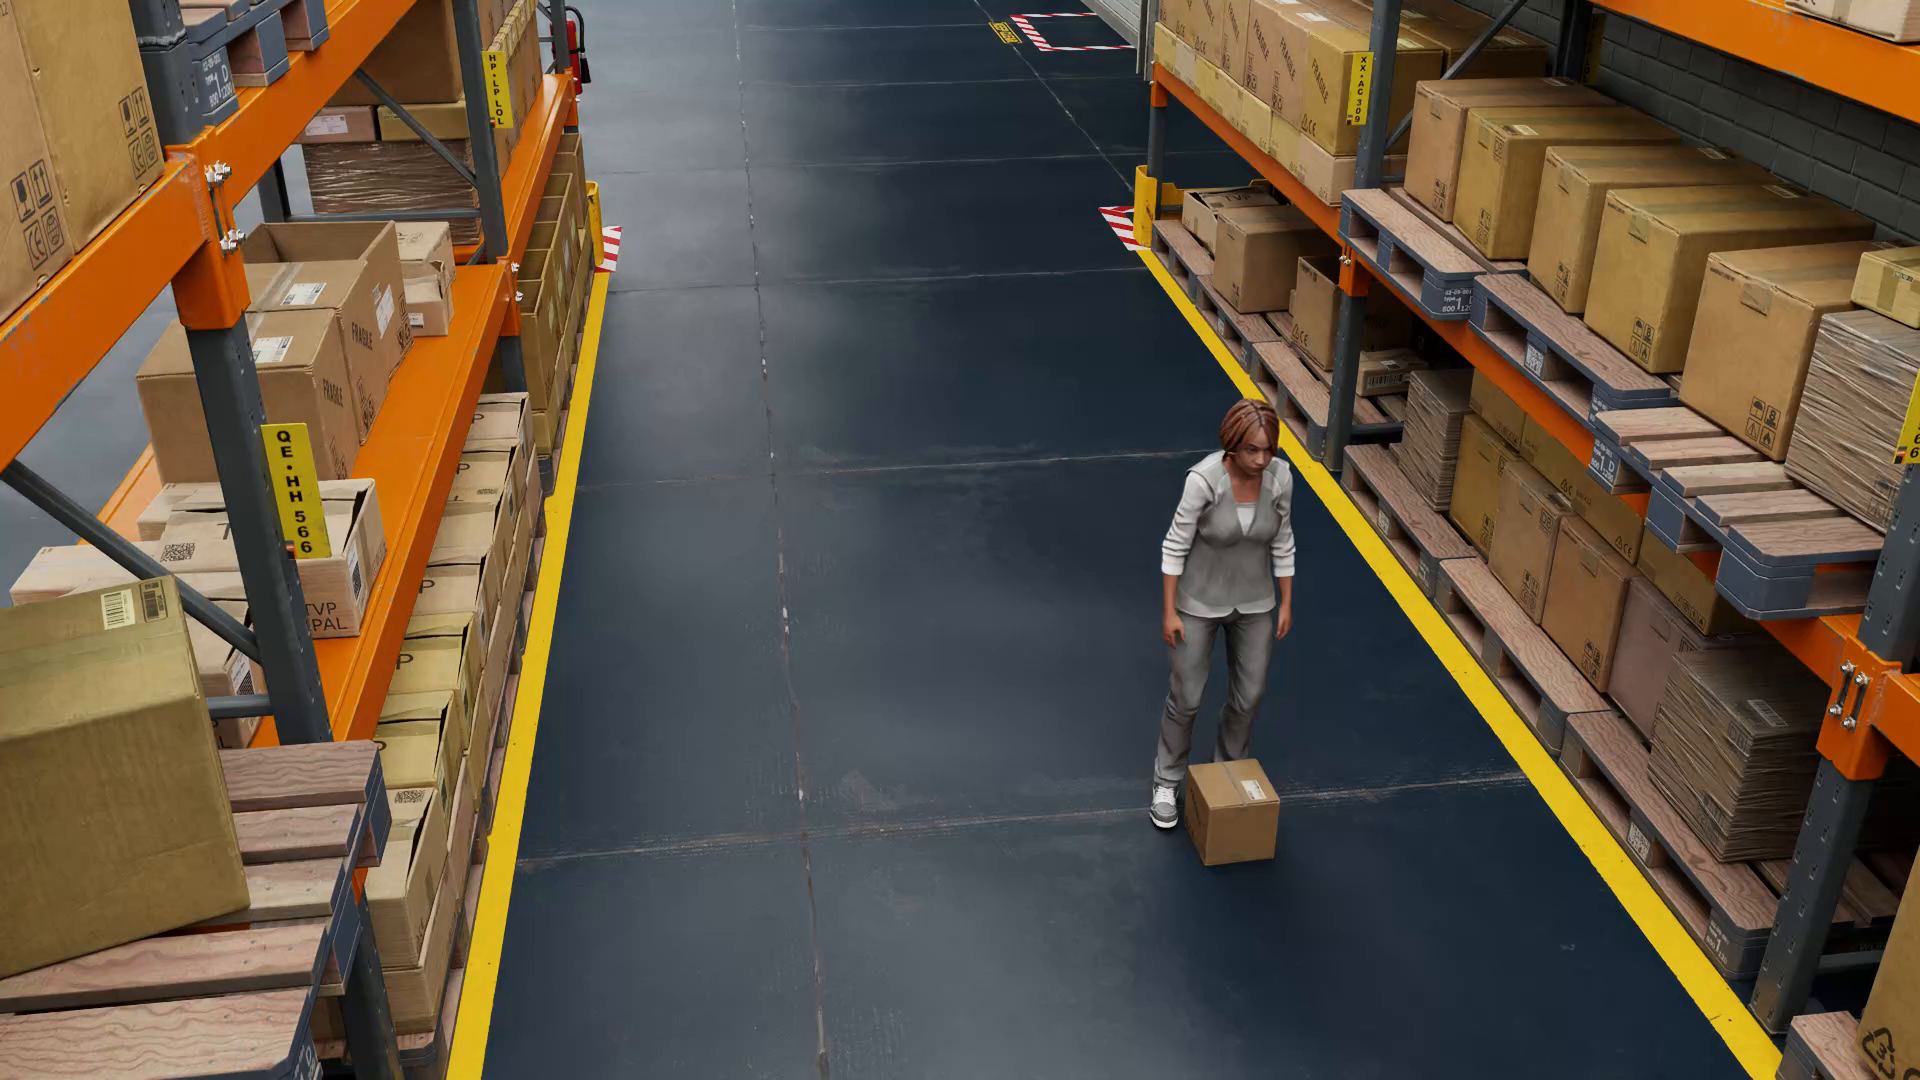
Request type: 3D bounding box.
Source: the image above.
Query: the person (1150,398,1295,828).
[{"bbox_3d":[0.904,0.251,5.661,0.477,1.582,0.367,-4,28,-8],"label":"person"}]
